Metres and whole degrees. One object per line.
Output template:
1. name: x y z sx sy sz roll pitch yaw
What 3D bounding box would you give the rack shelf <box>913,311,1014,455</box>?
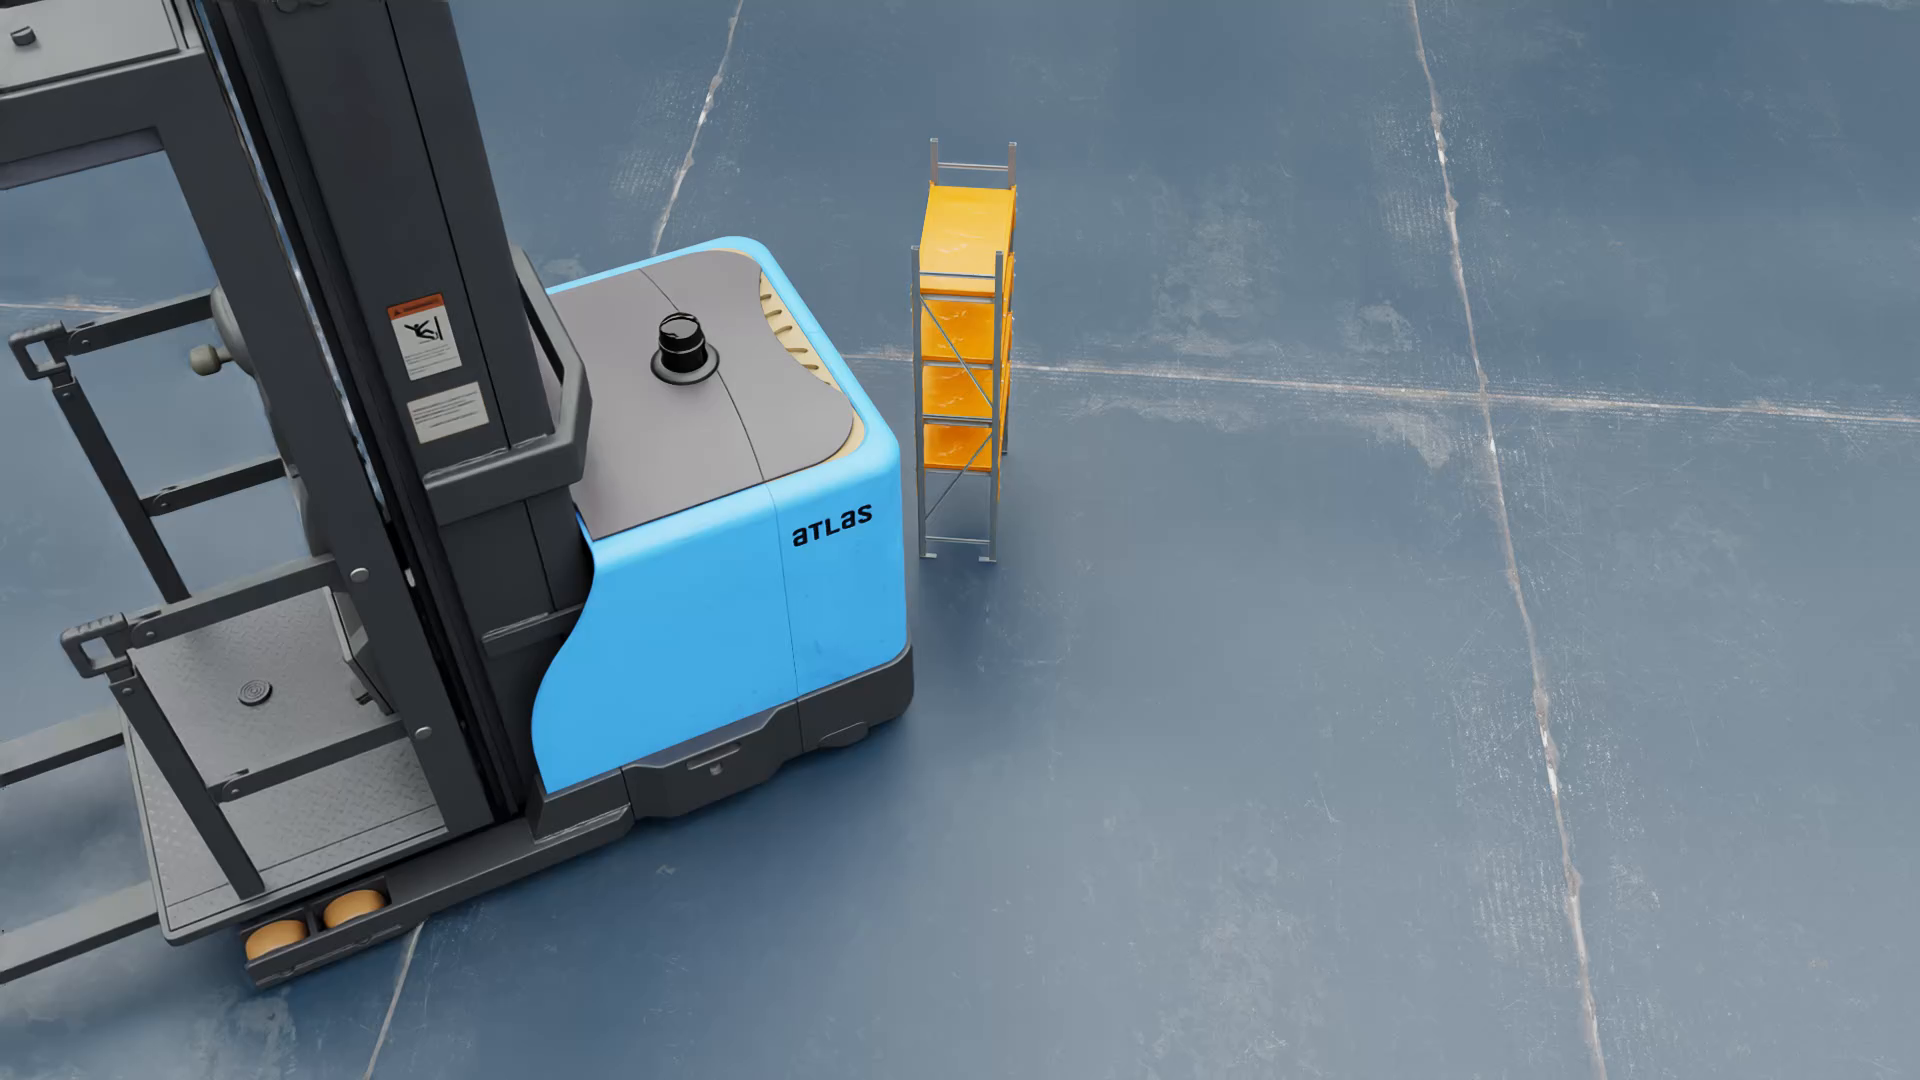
1. rack shelf: 0.015 -0.481 4.968 0.258 0.148 0.480 4 48 4

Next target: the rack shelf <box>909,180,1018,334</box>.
1. rack shelf: 0.015 -0.792 4.629 0.258 0.148 0.480 4 48 4

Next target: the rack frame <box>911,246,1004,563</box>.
1. rack frame: -0.007 -0.347 4.755 0.240 1.200 0.015 4 48 4

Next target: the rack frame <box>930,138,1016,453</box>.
1. rack frame: 0.037 -0.706 5.082 0.240 1.200 0.015 4 48 4

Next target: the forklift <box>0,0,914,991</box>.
1. forklift: -1.685 -0.319 3.555 3.031 2.935 1.130 -20 51 -18

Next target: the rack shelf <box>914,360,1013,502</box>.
1. rack shelf: 0.015 -0.347 5.115 0.258 0.148 0.480 4 48 4

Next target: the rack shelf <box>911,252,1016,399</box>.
1. rack shelf: 0.015 -0.632 4.803 0.258 0.148 0.480 4 48 4

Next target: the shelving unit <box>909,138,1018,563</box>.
1. shelving unit: 0.015 -0.527 4.919 0.258 1.200 0.503 4 48 4
